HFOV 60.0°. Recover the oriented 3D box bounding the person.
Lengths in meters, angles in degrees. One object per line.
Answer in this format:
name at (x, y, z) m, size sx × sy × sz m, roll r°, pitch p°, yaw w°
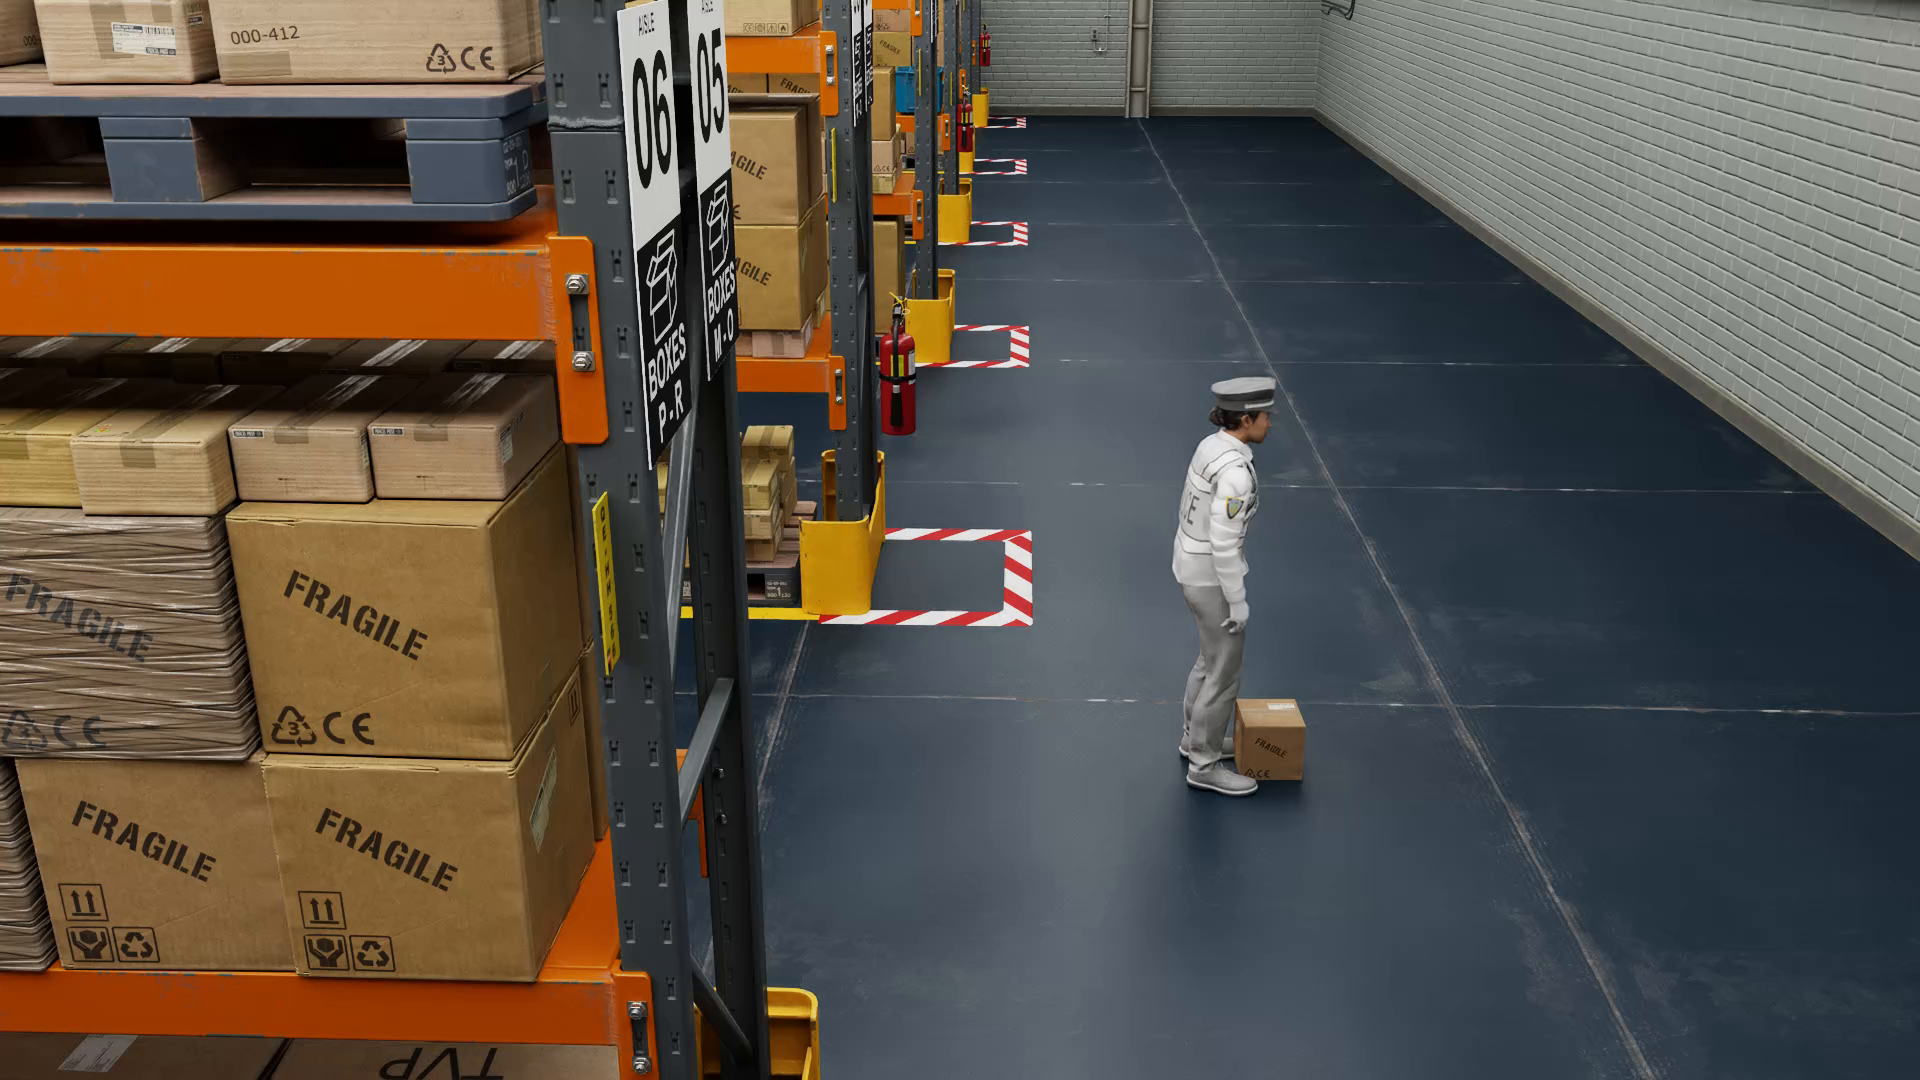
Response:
person at (1.042, 0.165, 6.644) m, size 0.376 × 1.663 × 0.539 m, roll 0°, pitch 21°, yaw 0°
